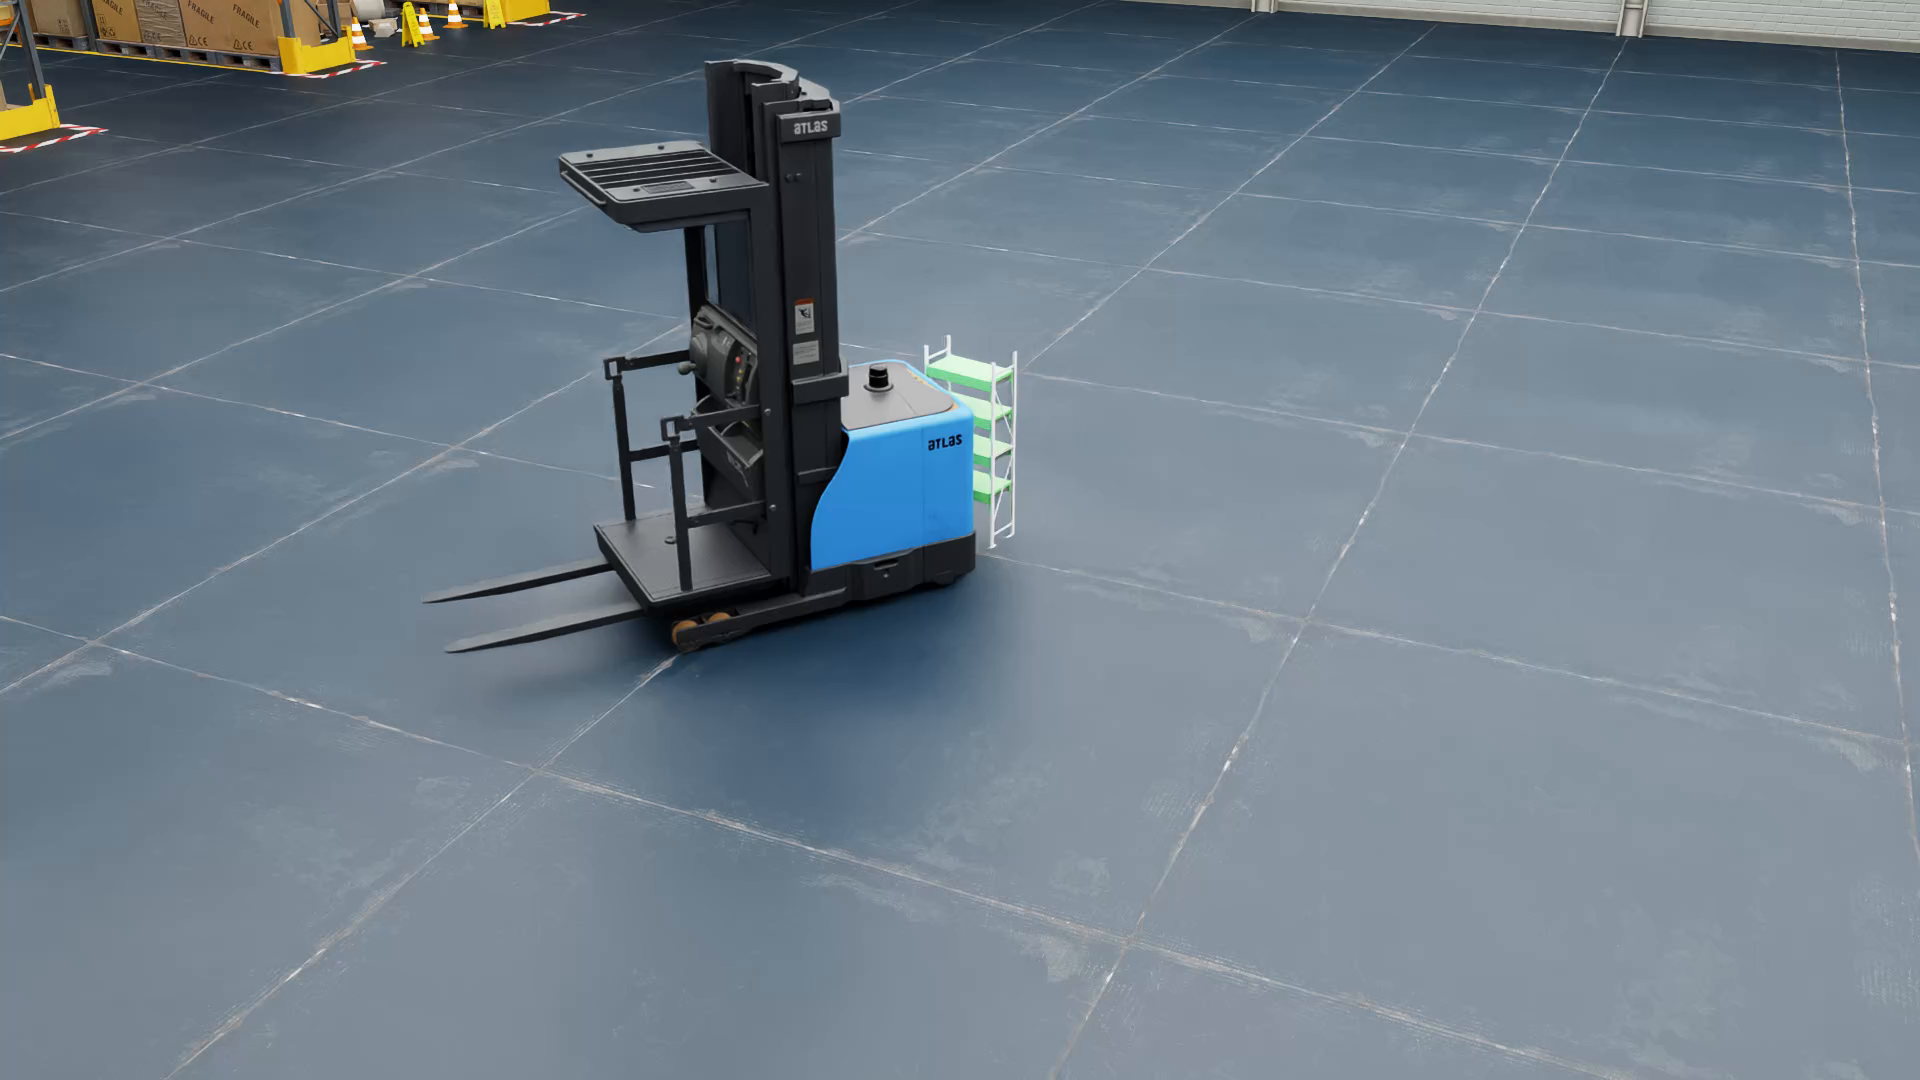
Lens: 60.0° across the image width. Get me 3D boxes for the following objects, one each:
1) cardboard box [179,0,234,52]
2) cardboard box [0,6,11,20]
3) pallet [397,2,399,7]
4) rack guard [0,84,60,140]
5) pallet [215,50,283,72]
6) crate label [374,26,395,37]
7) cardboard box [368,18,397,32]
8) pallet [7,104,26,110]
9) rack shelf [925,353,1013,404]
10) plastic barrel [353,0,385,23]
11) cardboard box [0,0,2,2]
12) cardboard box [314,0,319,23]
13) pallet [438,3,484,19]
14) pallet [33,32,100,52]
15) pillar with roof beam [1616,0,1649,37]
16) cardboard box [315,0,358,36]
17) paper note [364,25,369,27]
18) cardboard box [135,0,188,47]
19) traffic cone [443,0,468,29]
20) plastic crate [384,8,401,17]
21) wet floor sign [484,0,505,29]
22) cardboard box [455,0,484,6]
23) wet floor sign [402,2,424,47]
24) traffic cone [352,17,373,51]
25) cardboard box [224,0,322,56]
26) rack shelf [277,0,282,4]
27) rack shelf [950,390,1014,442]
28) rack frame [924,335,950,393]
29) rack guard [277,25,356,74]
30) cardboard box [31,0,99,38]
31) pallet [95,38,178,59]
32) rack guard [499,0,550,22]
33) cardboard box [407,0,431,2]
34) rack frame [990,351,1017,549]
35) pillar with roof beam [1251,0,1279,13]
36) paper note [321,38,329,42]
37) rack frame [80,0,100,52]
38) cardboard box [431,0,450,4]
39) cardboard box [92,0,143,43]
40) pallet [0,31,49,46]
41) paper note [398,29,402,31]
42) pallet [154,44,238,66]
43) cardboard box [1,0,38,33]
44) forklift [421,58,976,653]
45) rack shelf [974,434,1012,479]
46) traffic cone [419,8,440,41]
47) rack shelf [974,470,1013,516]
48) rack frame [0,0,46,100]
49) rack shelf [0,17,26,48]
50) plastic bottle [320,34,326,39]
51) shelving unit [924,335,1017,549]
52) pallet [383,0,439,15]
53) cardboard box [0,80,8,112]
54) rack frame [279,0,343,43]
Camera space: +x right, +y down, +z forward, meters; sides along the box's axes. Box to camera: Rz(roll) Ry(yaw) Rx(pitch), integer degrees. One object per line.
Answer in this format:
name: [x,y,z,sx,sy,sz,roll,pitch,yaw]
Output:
cardboard box: [-10.811,-7.754,24.534,0.875,0.875,0.875,11,28,21]
cardboard box: [-11.671,-6.321,19.977,0.250,0.149,0.380,11,28,22]
pallet: [-10.423,-9.642,29.596,1.213,0.211,1.003,11,28,22]
rack guard: [-11.579,-5.178,20.202,0.348,0.500,1.175,11,28,22]
pallet: [-10.125,-7.125,24.484,1.213,0.211,1.003,11,28,22]
crate label: [-9.225,-8.157,26.662,0.298,0.136,0.250,-2,26,-5]
cardboard box: [-9.436,-8.419,27.181,0.380,0.149,0.250,-18,31,-31]
pallet: [-12.304,-5.211,20.596,1.213,0.211,1.003,11,28,22]
rack shelf: [0.062,-0.965,9.909,0.480,0.148,0.258,18,31,32]
plastic barrel: [-9.915,-8.884,27.814,0.512,0.421,0.421,-12,29,-23]
cardboard box: [-11.999,-6.576,19.760,0.500,0.500,0.875,11,28,22]
cardboard box: [-10.909,-8.682,27.161,0.503,0.637,0.797,11,28,22]
pallet: [-8.202,-9.196,28.690,1.213,0.211,1.003,11,28,22]
pallet: [-13.740,-7.853,25.961,1.213,0.211,1.003,11,28,22]
pillar with roof beam: [8.986,-10.426,21.239,0.400,9.000,9.100,11,28,22]
cardboard box: [-10.055,-8.454,26.851,0.637,0.503,0.797,-7,27,-14]
paper note: [-9.803,-8.521,27.536,0.142,0.019,0.148,23,35,39]
cardboard box: [-11.640,-7.922,24.874,0.875,0.875,0.875,12,28,22]
traffic cone: [-8.333,-8.692,27.381,0.334,0.463,0.336,11,28,22]
plastic crate: [-9.959,-9.075,28.592,0.583,0.080,0.402,2,26,4]
wet floor sign: [-7.678,-8.749,27.290,0.232,0.644,0.267,23,35,39]
cardboard box: [-8.277,-9.269,28.319,0.500,0.250,0.500,11,28,22]
wet floor sign: [-8.519,-7.996,25.761,0.232,0.644,0.267,6,27,13]
traffic cone: [-9.260,-7.792,25.552,0.334,0.463,0.336,11,28,22]
cardboard box: [-10.010,-7.594,24.209,0.875,0.875,0.875,12,28,22]
rack shelf: [-11.185,-8.305,24.536,4.000,0.370,1.077,11,28,22]
rack shelf: [0.062,-0.749,10.015,0.480,0.148,0.258,18,31,32]
rack frame: [-0.135,-0.655,10.222,0.015,1.200,0.240,18,31,32]
rack guard: [-9.343,-7.136,24.178,0.348,0.500,1.175,11,28,22]
cardboard box: [-13.608,-8.250,25.681,0.750,0.750,1.050,11,28,22]
pallet: [-12.346,-7.572,25.390,1.213,0.211,1.003,11,28,22]
rack guard: [-7.477,-9.163,28.295,0.348,0.500,1.175,11,28,22]
cardboard box: [-9.202,-9.456,28.698,0.500,0.250,0.500,10,28,20]
rack frame: [0.258,-0.528,9.963,0.015,1.200,0.240,18,31,32]
pillar with roof beam: [3.524,-11.523,23.467,0.400,9.000,9.100,11,28,22]
paper note: [-10.052,-7.891,26.244,0.142,0.017,0.144,23,35,39]
rack frame: [-13.006,-8.993,25.120,0.127,3.000,1.000,11,28,22]
cardboard box: [-8.723,-9.363,28.509,0.500,0.250,0.500,11,28,22]
cardboard box: [-12.463,-8.085,25.206,0.875,0.875,0.875,12,29,23]
pallet: [-14.854,-8.075,26.413,1.213,0.211,1.003,11,28,22]
paper note: [-9.092,-8.311,27.096,0.142,0.019,0.148,2,26,4]
pallet: [-11.232,-7.349,24.938,1.213,0.211,1.003,11,28,22]
cardboard box: [-14.485,-8.427,26.043,0.750,0.750,1.050,11,28,22]
forklift: [-1.456,-0.975,8.912,3.031,2.935,1.130,-13,29,-24]
rack shelf: [0.062,-0.534,10.121,0.480,0.148,0.258,18,31,32]
traffic cone: [-8.483,-8.184,26.348,0.334,0.463,0.336,11,28,22]
rack shelf: [0.062,-0.319,10.227,0.480,0.148,0.258,18,31,32]
rack frame: [-11.510,-6.286,19.621,0.127,3.000,1.000,11,28,22]
rack shelf: [-13.331,-6.329,20.523,4.000,0.370,1.077,11,28,22]
plastic bottle: [-10.264,-8.027,26.485,0.283,0.061,0.133,2,26,4]
shelving unit: [0.062,-0.591,10.093,0.503,1.200,0.258,18,31,32]
pallet: [-9.308,-9.420,29.144,1.213,0.211,1.003,11,28,22]
cardboard box: [-12.071,-5.474,20.326,0.500,0.500,0.500,17,31,31]
rack frame: [-9.365,-8.262,23.635,0.127,3.000,1.000,11,28,22]
